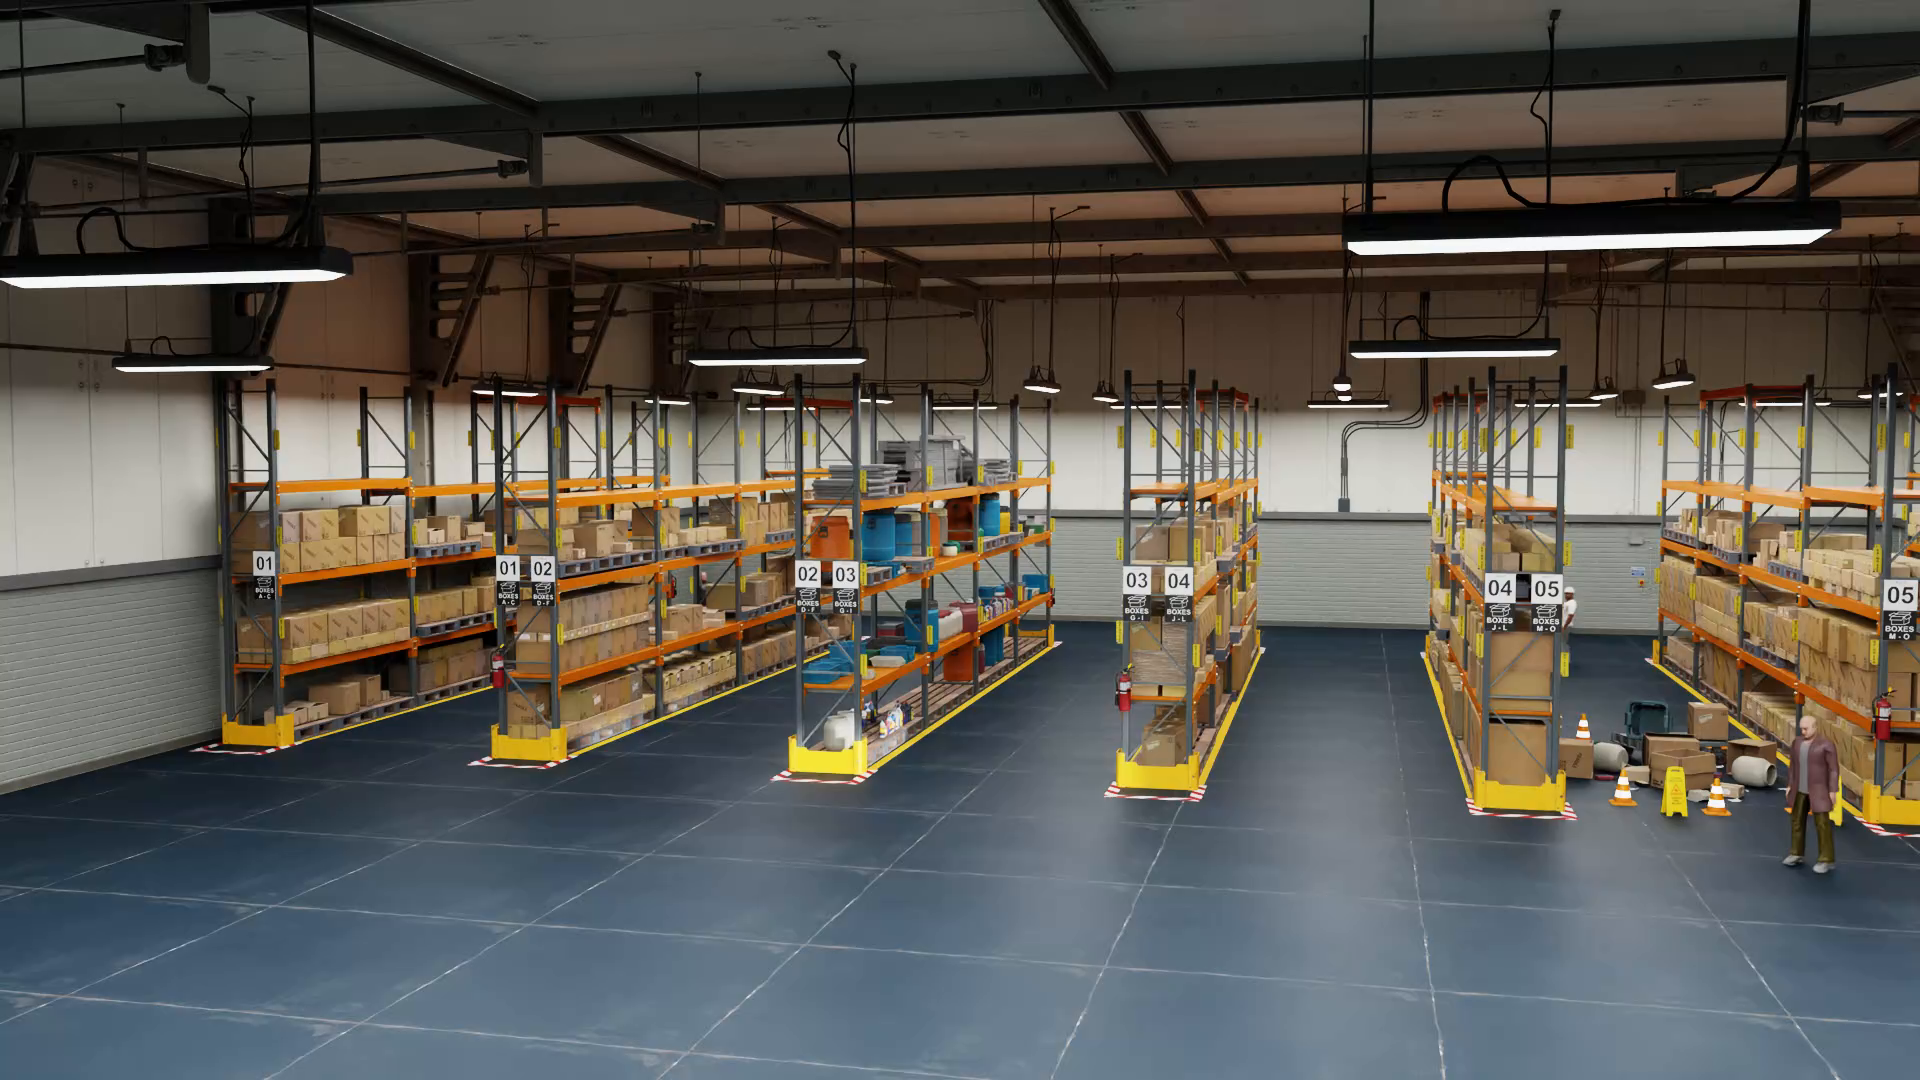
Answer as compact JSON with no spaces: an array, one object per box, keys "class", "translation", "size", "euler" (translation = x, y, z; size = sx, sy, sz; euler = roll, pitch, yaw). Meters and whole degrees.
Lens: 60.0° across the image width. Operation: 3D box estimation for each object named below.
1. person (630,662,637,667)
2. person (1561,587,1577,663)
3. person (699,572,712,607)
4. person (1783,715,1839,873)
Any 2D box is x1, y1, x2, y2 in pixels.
[{"class":"person","translation":[-6.951,2.015,35.411],"size":[0.613,1.766,0.695],"euler":[-1,3,-11]},{"class":"person","translation":[13.364,1.928,36.727],"size":[0.514,1.795,0.630],"euler":[2,4,27]},{"class":"person","translation":[-6.429,1.644,41.642],"size":[0.530,1.663,1.001],"euler":[0,3,8]},{"class":"person","translation":[9.906,2.939,19.440],"size":[0.429,1.780,0.622],"euler":[-2,4,-28]}]
